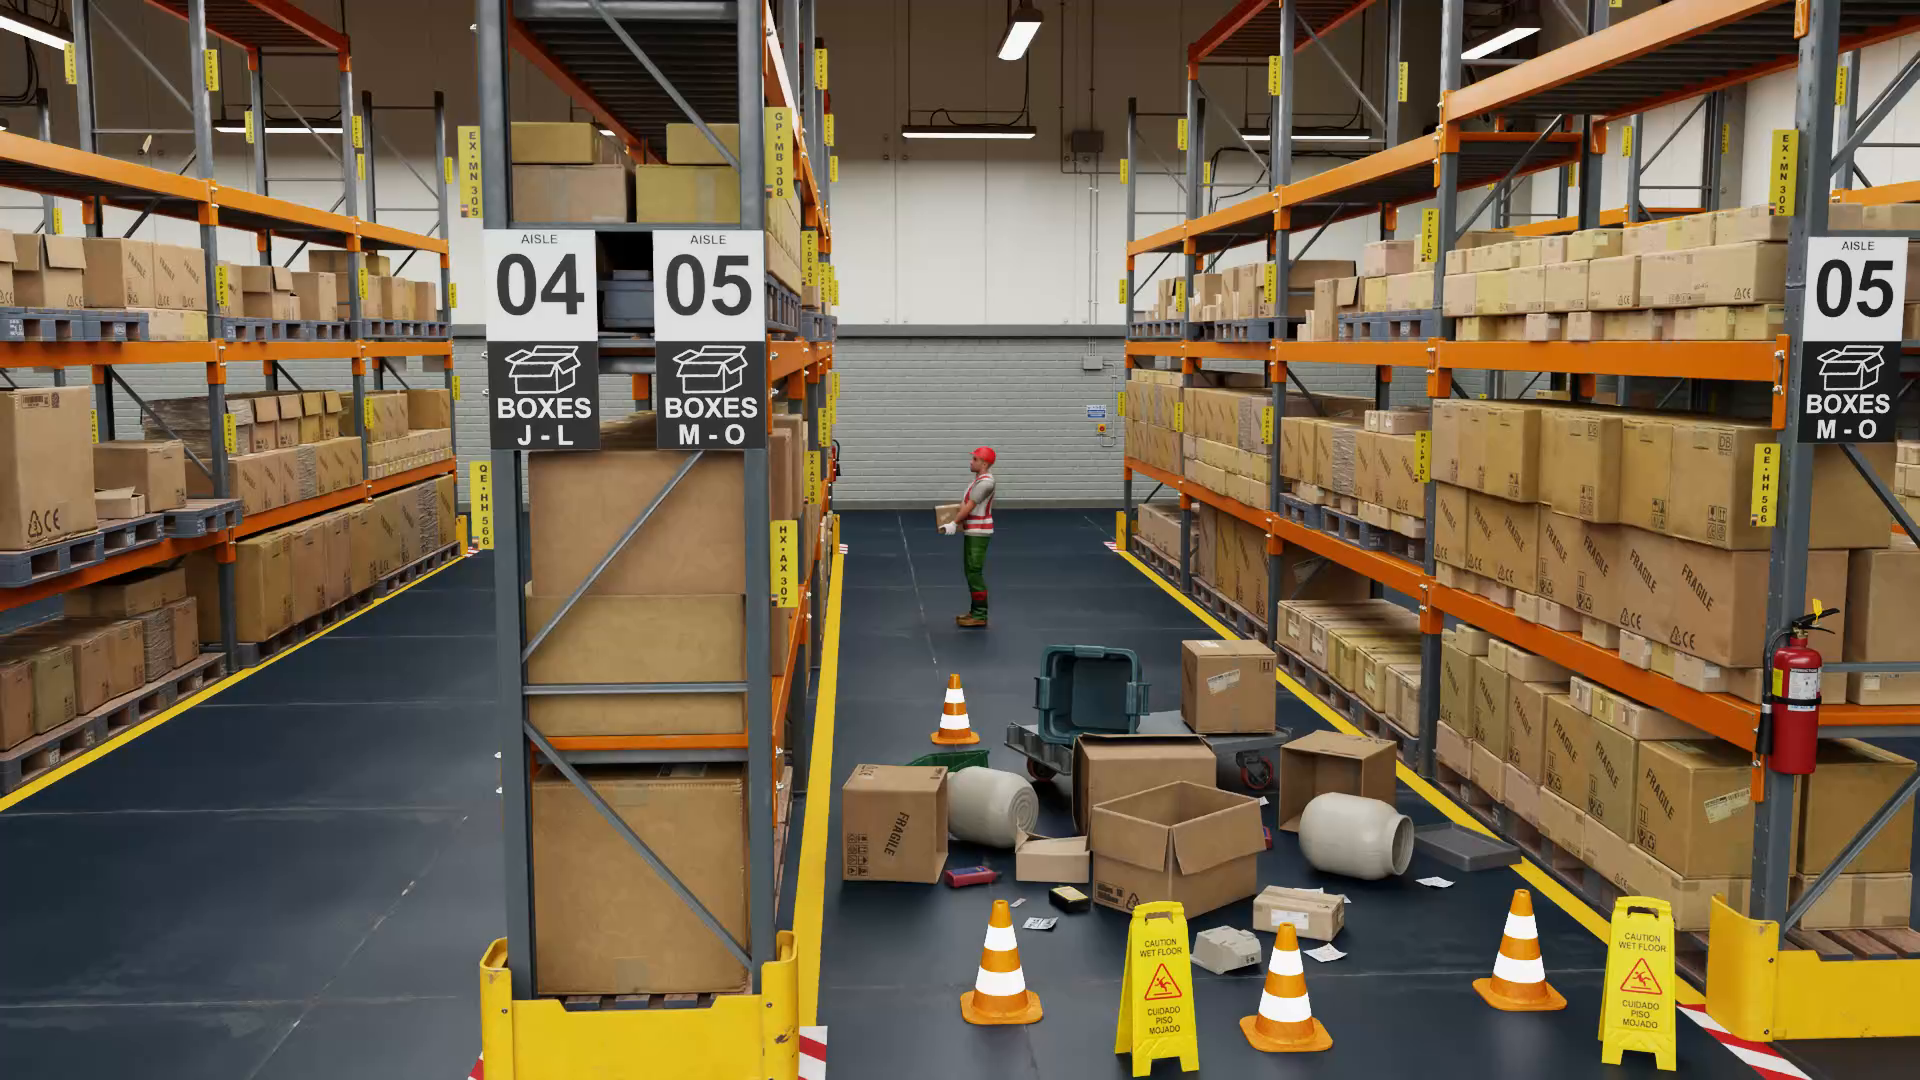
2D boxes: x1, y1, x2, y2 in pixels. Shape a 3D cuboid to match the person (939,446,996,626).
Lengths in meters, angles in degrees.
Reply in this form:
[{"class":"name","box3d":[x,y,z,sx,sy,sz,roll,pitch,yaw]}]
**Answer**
[{"class":"person","box3d":[0.066,-0.043,16.529,0.574,1.782,0.493,0,7,-3]}]
